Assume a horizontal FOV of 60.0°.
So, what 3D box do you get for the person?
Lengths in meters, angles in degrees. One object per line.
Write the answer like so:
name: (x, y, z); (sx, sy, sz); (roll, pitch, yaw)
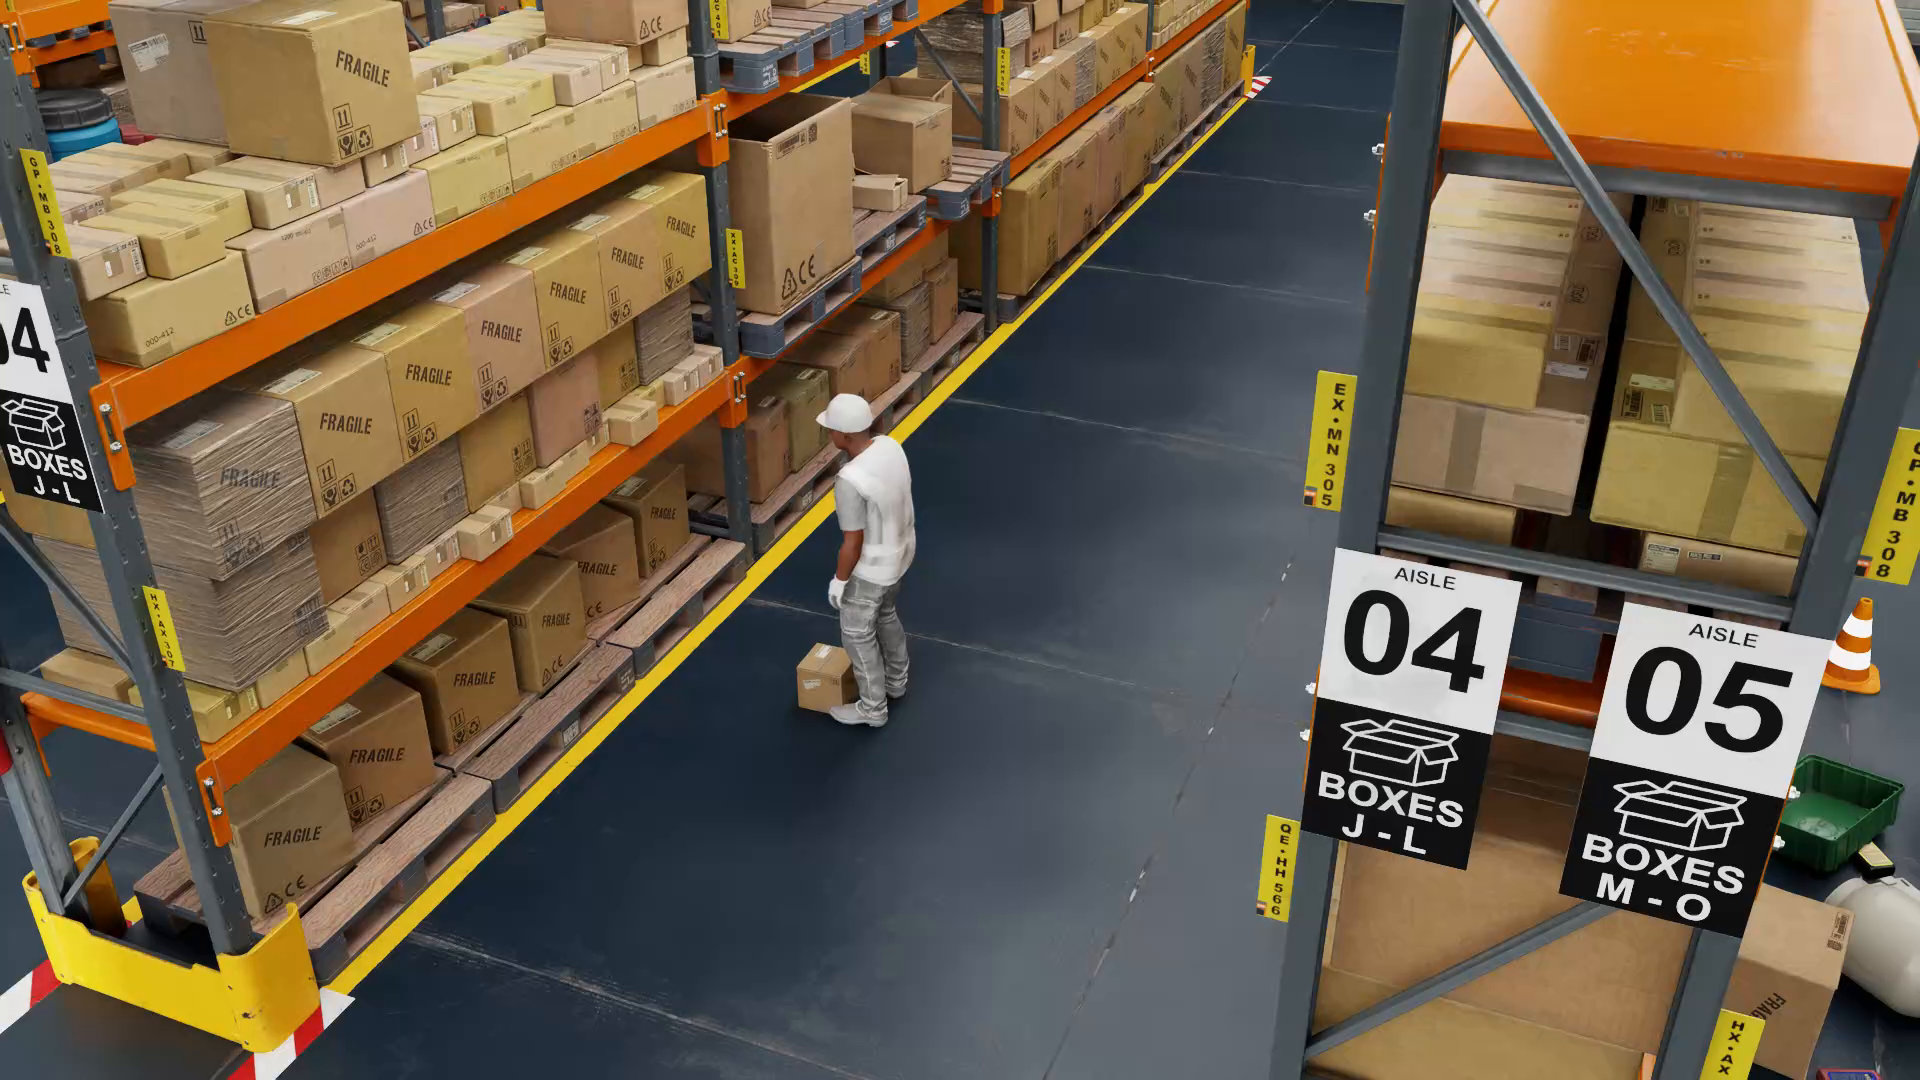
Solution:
person: (-0.457, 0.096, 8.218); (0.446, 1.775, 0.619); (11, 31, 19)
